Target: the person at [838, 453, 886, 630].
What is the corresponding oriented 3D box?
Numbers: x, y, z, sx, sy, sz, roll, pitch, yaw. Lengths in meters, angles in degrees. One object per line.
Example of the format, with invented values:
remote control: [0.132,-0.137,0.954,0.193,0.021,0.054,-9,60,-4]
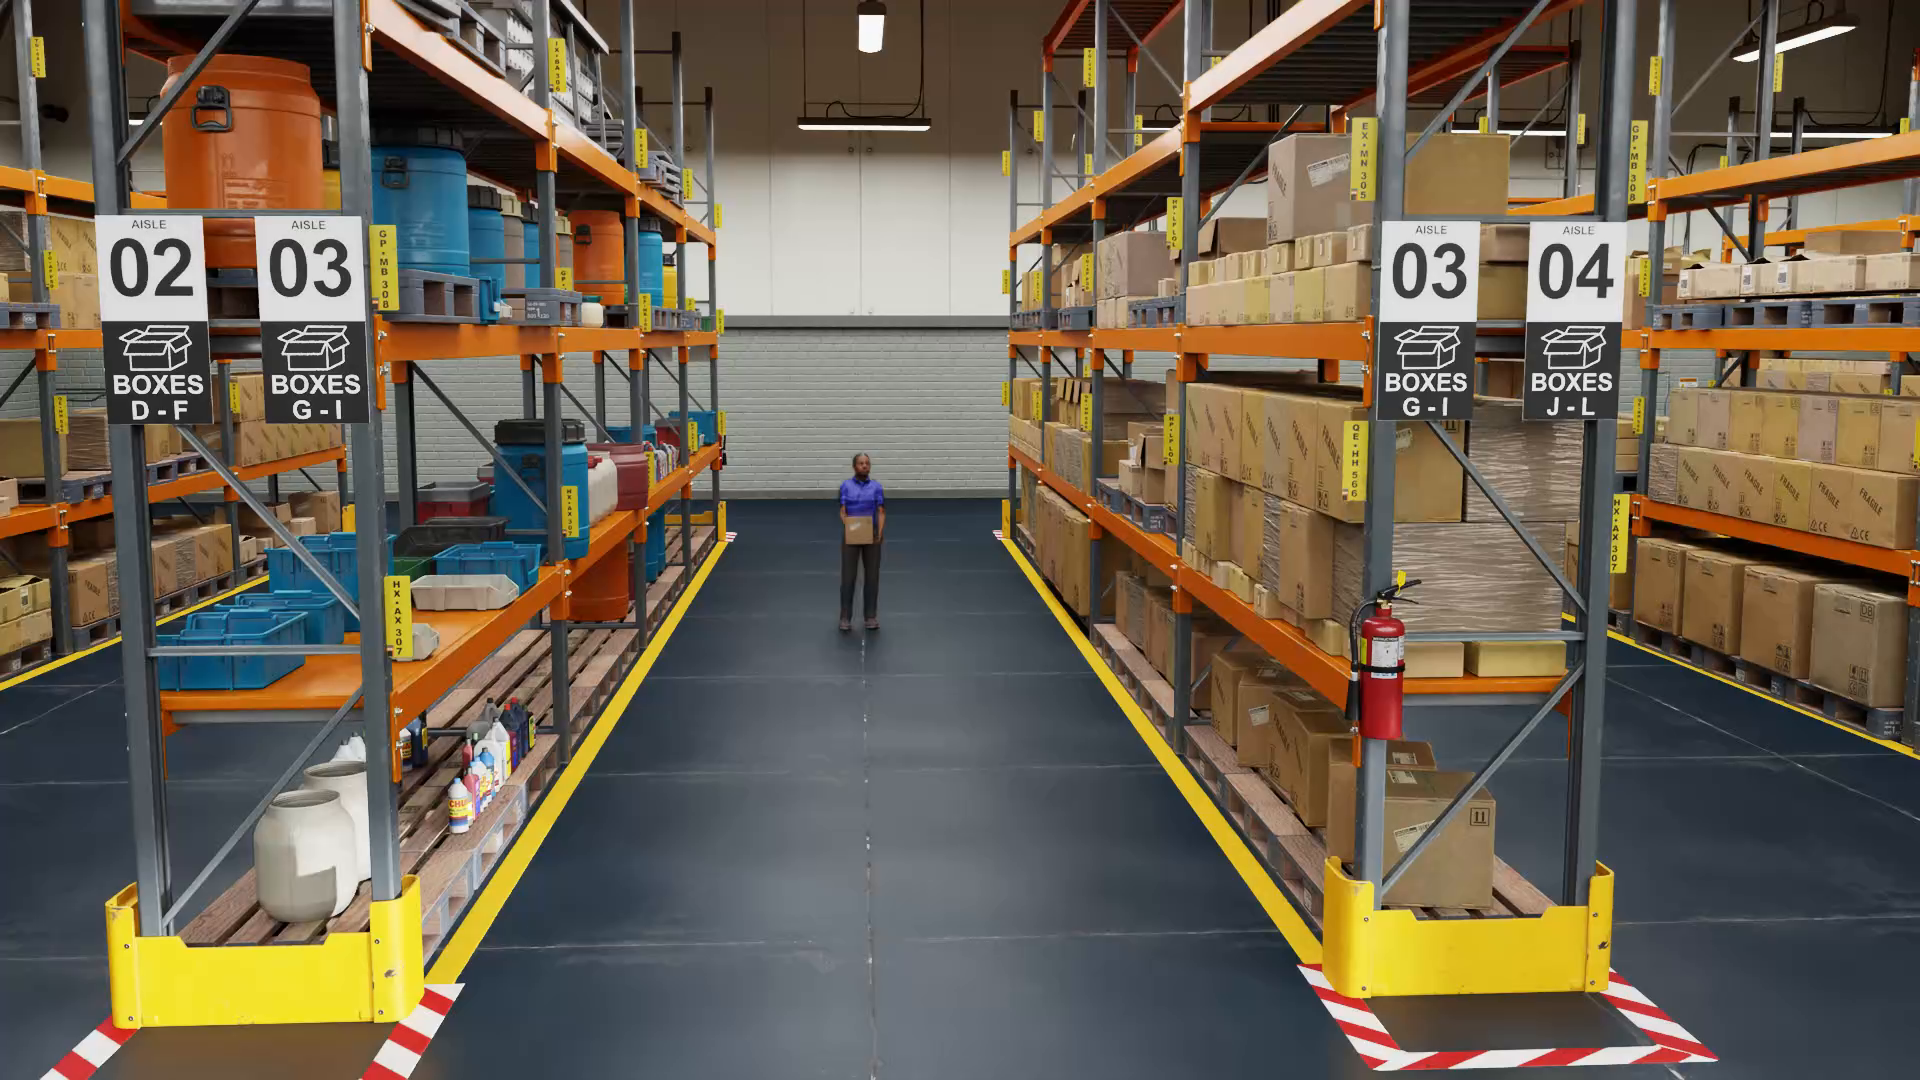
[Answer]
person: [-0.927,0.013,15.662,0.474,1.656,0.503,-2,7,-15]
